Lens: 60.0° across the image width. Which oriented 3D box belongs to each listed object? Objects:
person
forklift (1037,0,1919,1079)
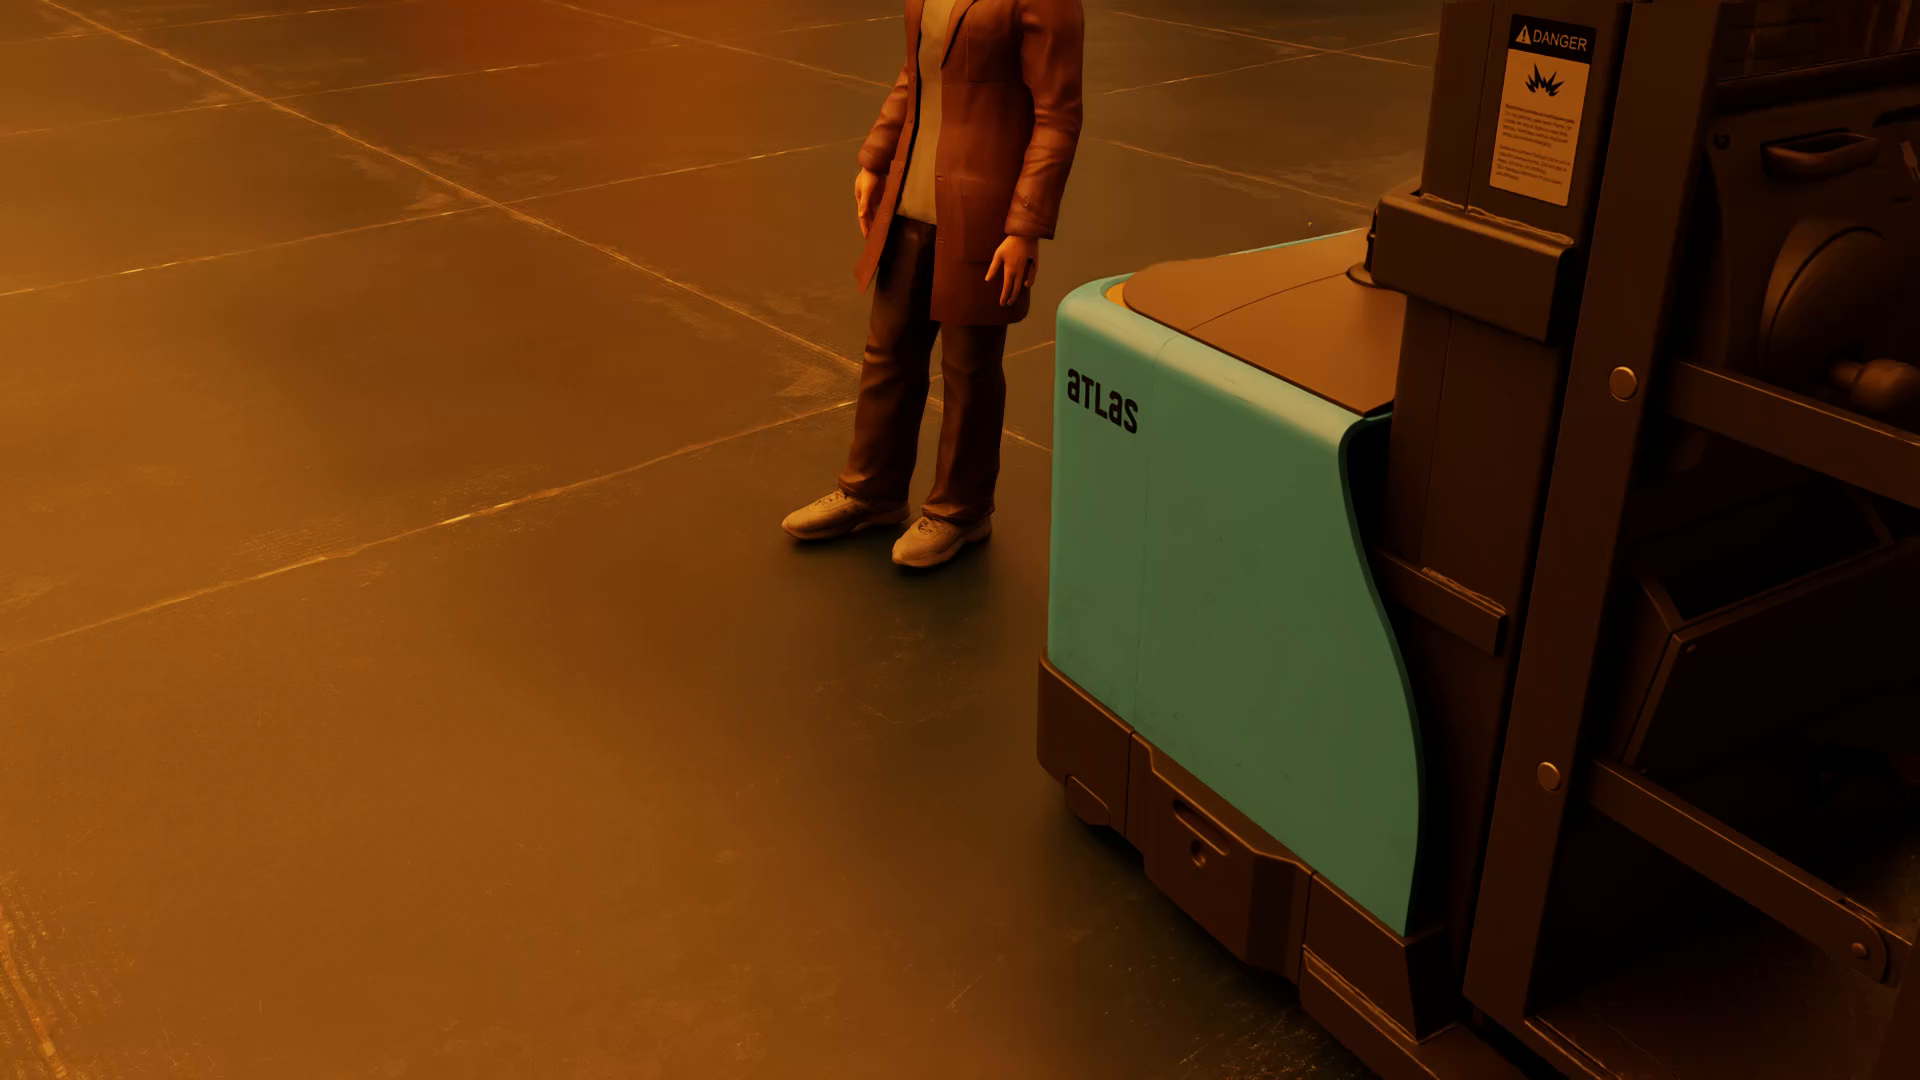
[{"bbox_3d":[-0.077,-0.779,4.054,0.575,1.777,0.691,-20,33,-35],"label":"person"},{"bbox_3d":[1.356,-0.367,1.942,1.130,2.935,3.031,-15,30,-28],"label":"forklift"}]
